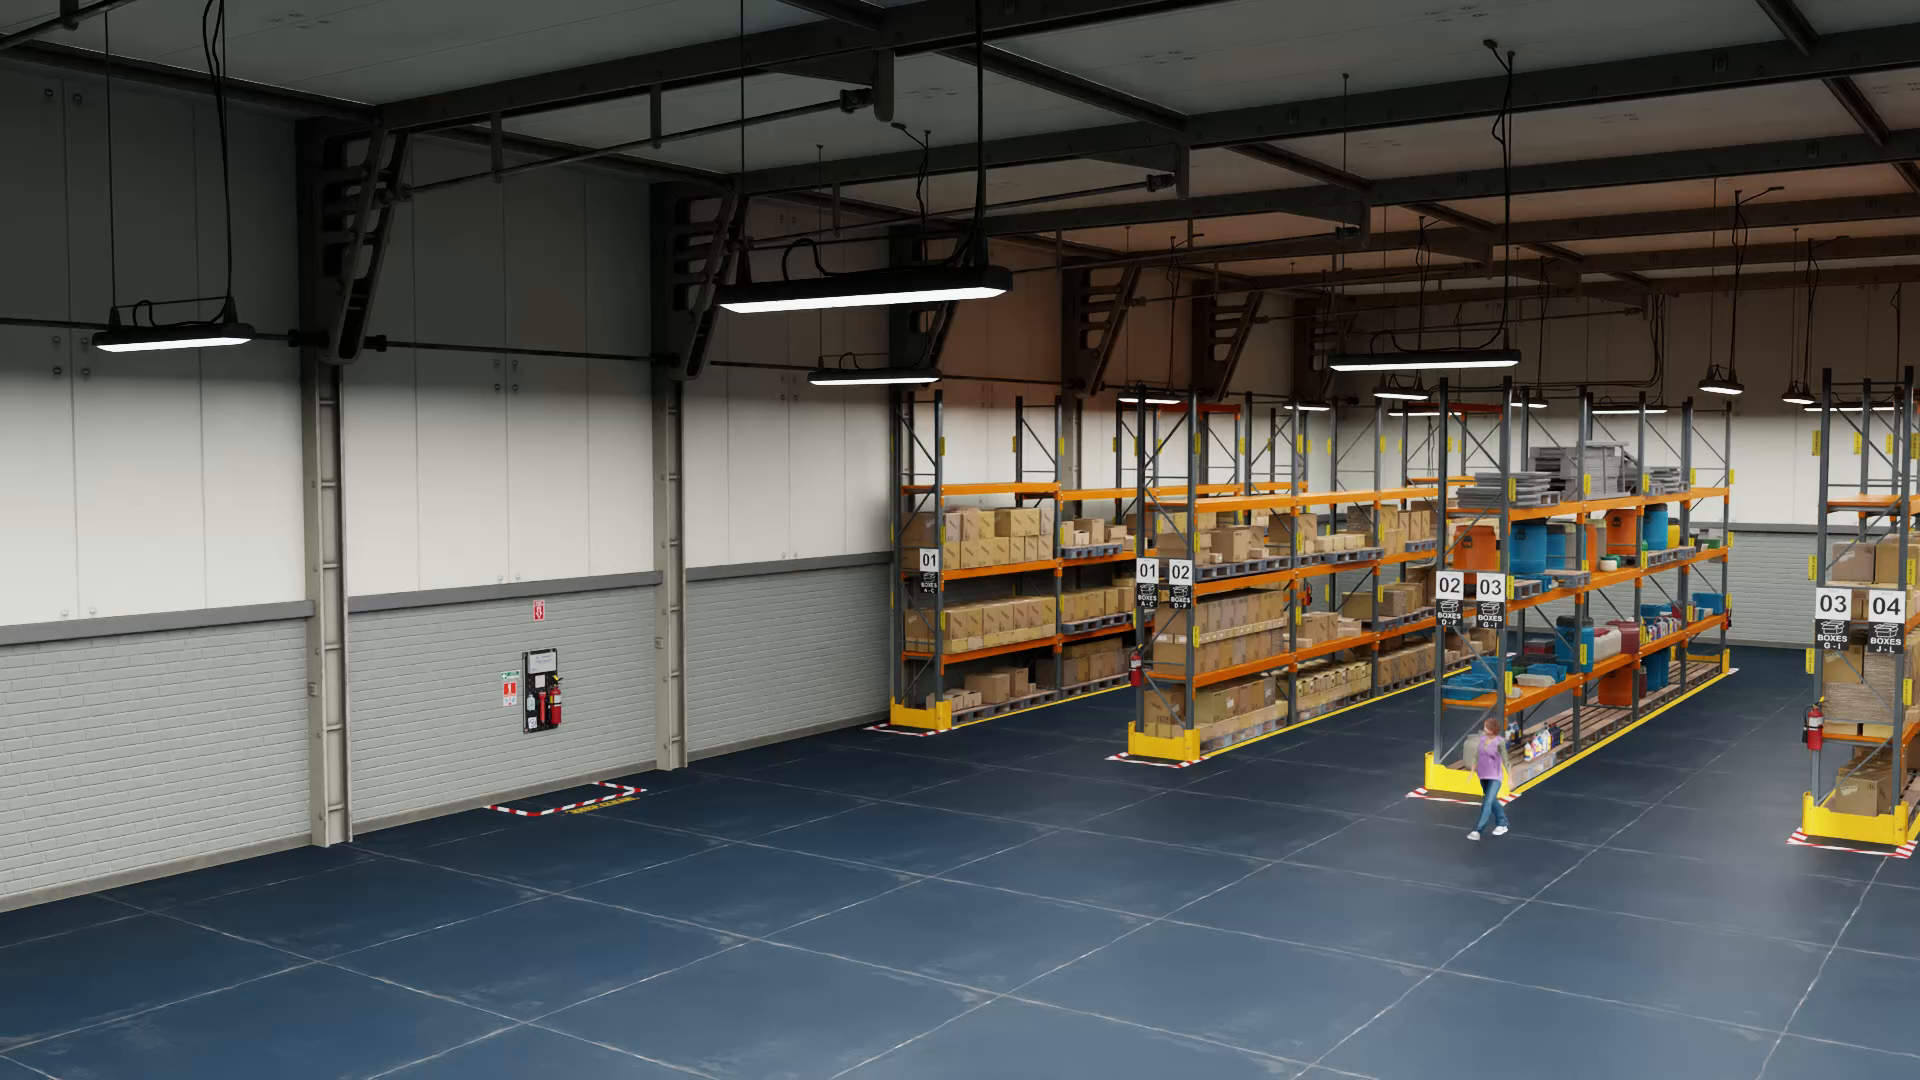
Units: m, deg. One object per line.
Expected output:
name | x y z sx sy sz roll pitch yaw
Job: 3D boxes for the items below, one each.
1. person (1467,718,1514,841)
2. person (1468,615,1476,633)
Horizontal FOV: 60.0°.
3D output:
person | 6.680 3.023 21.117 0.972 1.543 0.449 -2 4 -30
person | 13.044 1.766 41.939 0.529 1.723 0.859 -1 3 -15
